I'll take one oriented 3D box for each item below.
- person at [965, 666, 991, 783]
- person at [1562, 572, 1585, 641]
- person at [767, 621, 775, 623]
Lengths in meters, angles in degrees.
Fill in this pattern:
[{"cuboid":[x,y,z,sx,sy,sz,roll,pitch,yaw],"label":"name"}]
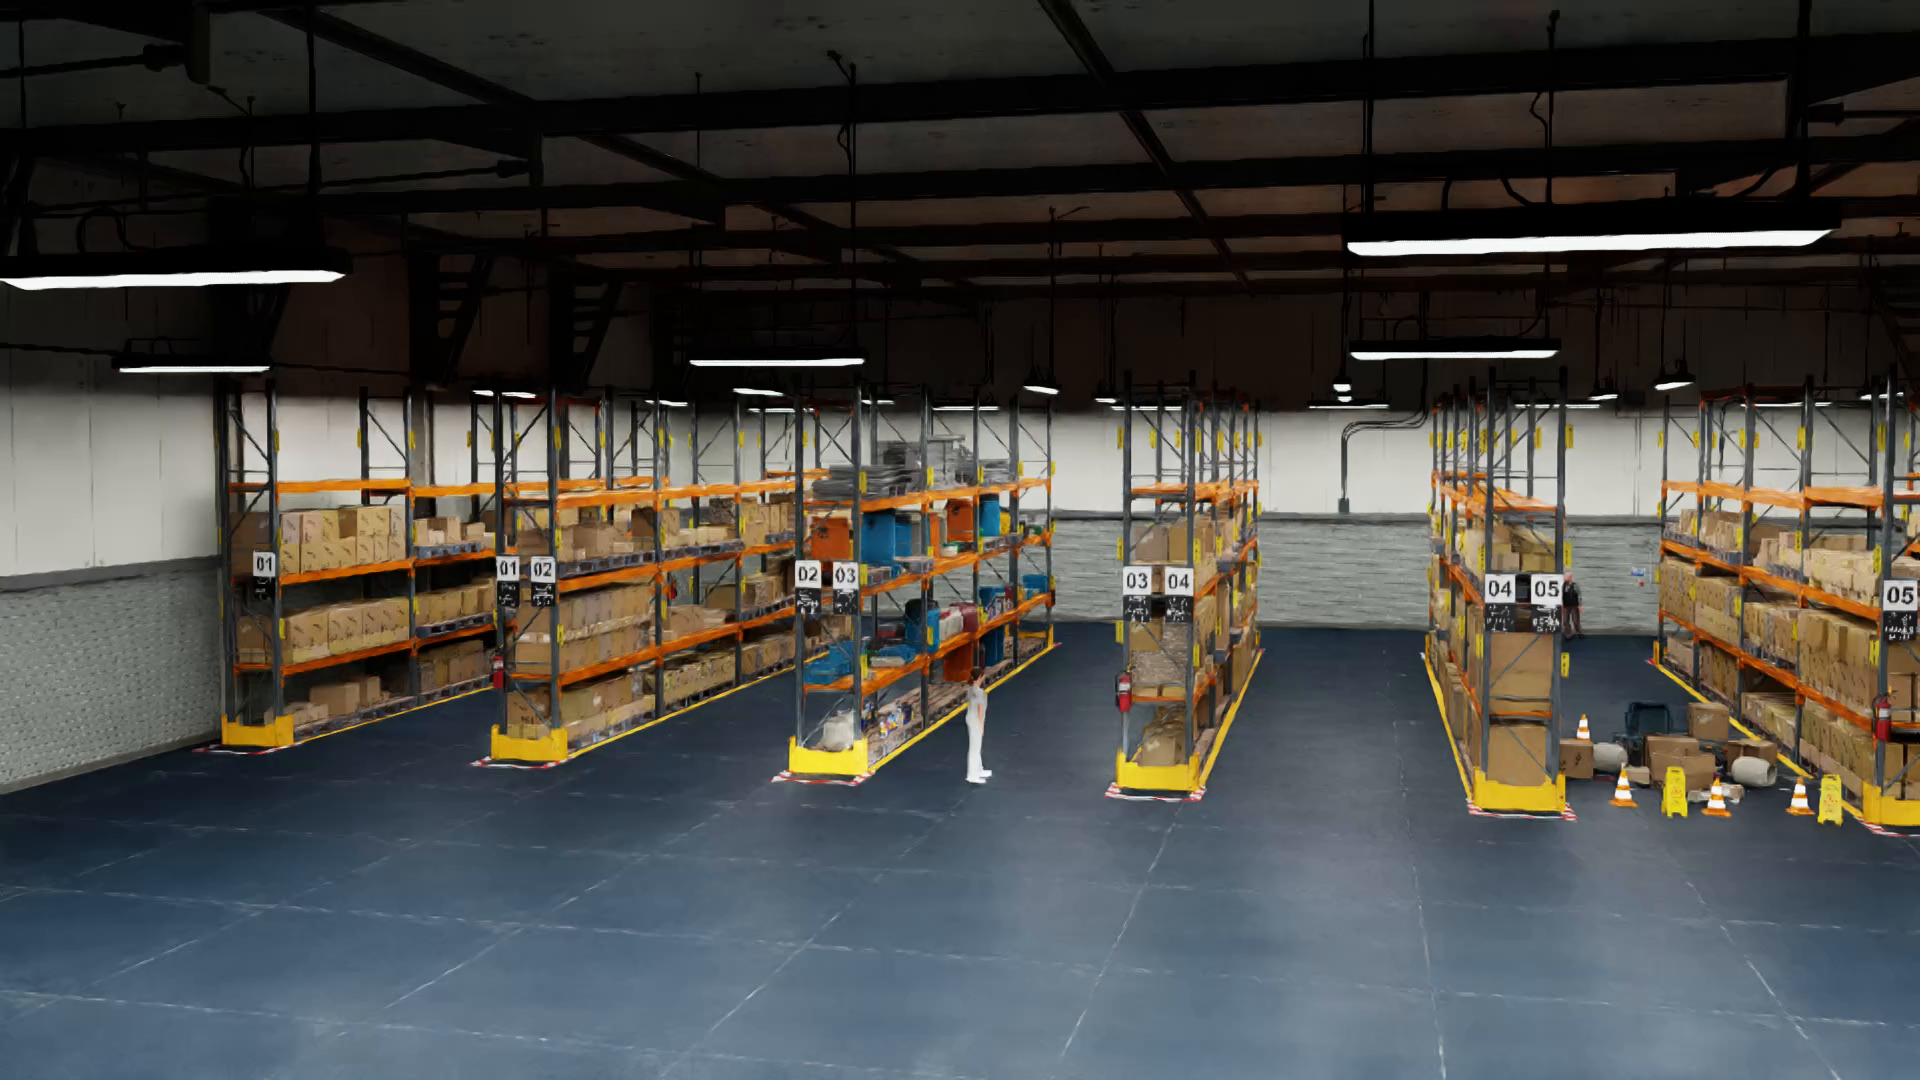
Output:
[{"cuboid":[0.286,2.685,24.374,0.451,1.679,0.540,-1,4,-15],"label":"person"},{"cuboid":[15.302,1.659,41.551,0.539,1.709,0.584,-3,5,-41],"label":"person"},{"cuboid":[-5.228,1.386,45.273,0.704,1.780,0.460,-3,5,-42],"label":"person"}]
